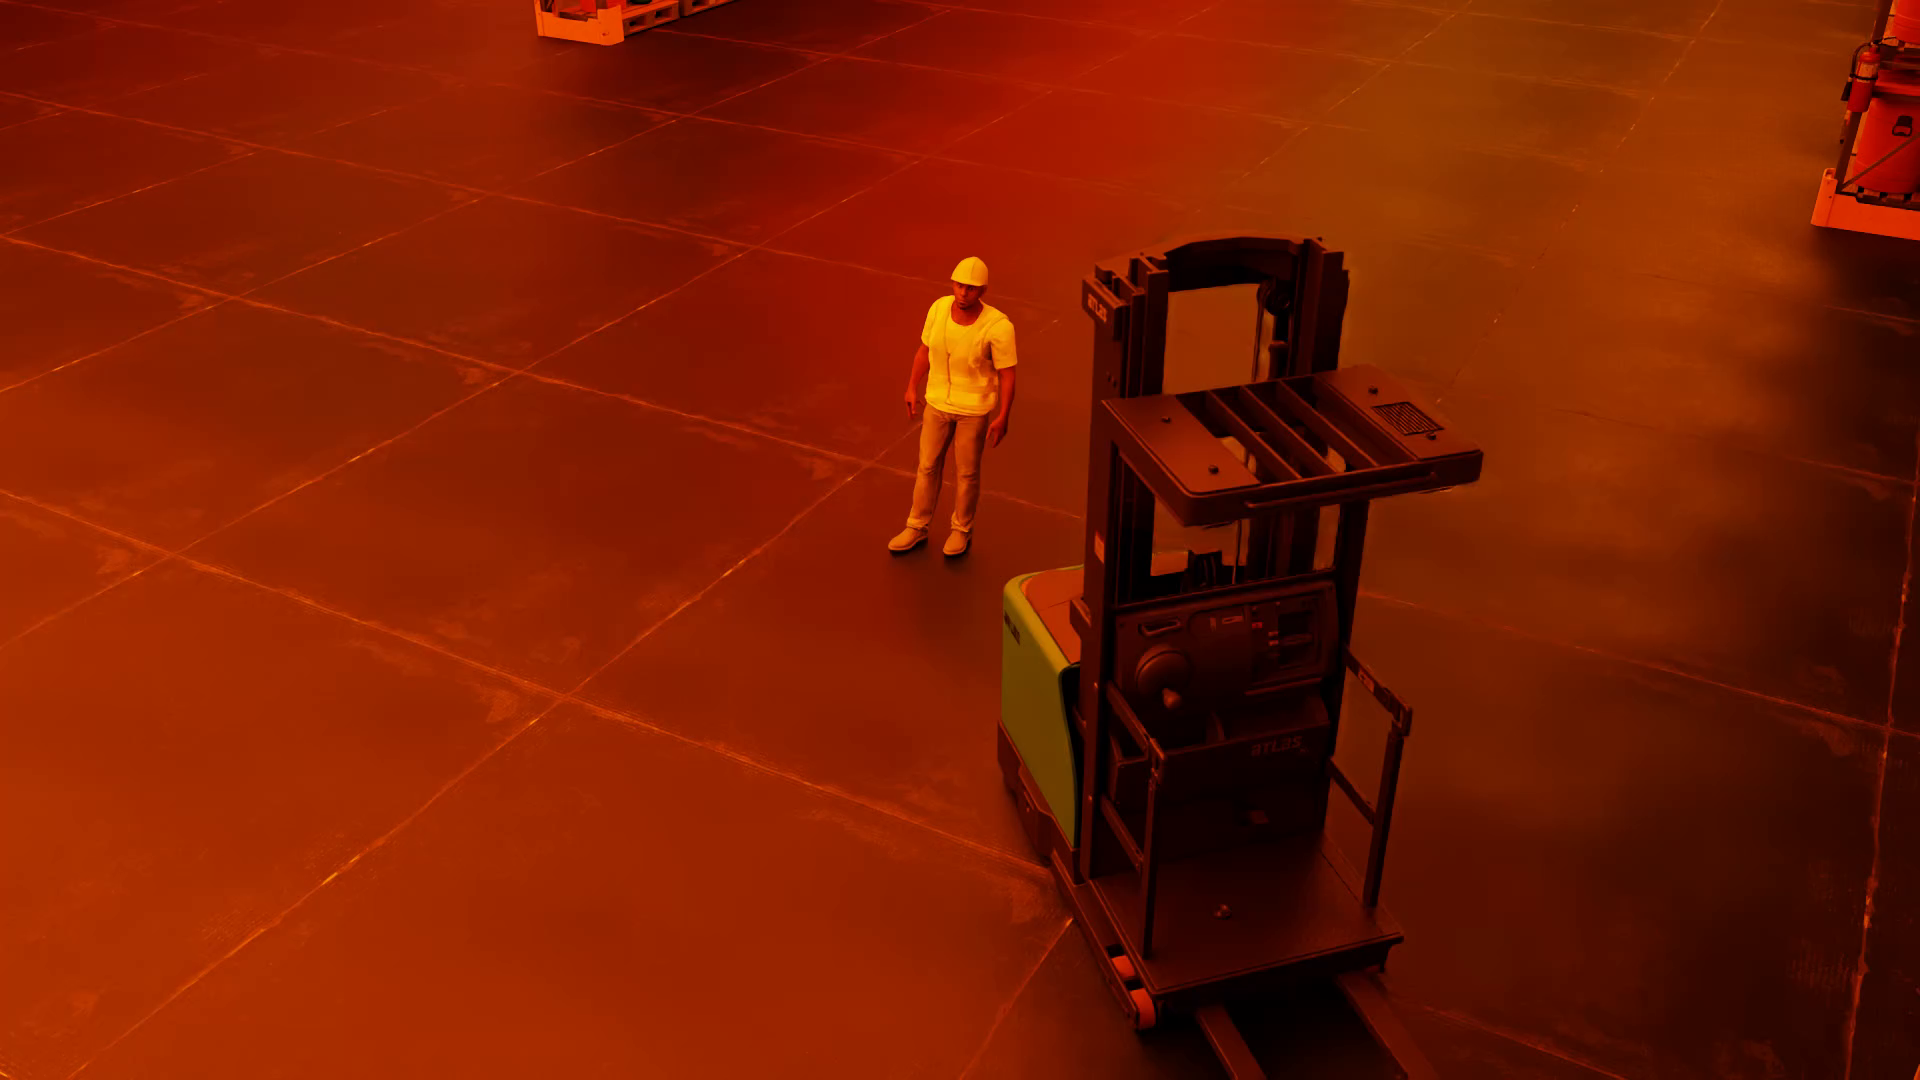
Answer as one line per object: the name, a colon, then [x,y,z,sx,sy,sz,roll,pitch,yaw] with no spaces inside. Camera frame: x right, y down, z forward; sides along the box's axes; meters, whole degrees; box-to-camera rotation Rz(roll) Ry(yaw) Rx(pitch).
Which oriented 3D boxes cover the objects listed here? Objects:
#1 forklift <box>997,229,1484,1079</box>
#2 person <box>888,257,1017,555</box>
forklift: [1.107,0.457,6.278,1.130,2.935,3.031,-9,31,-15]
person: [-0.038,-0.742,9.507,0.666,1.768,0.575,15,33,25]
